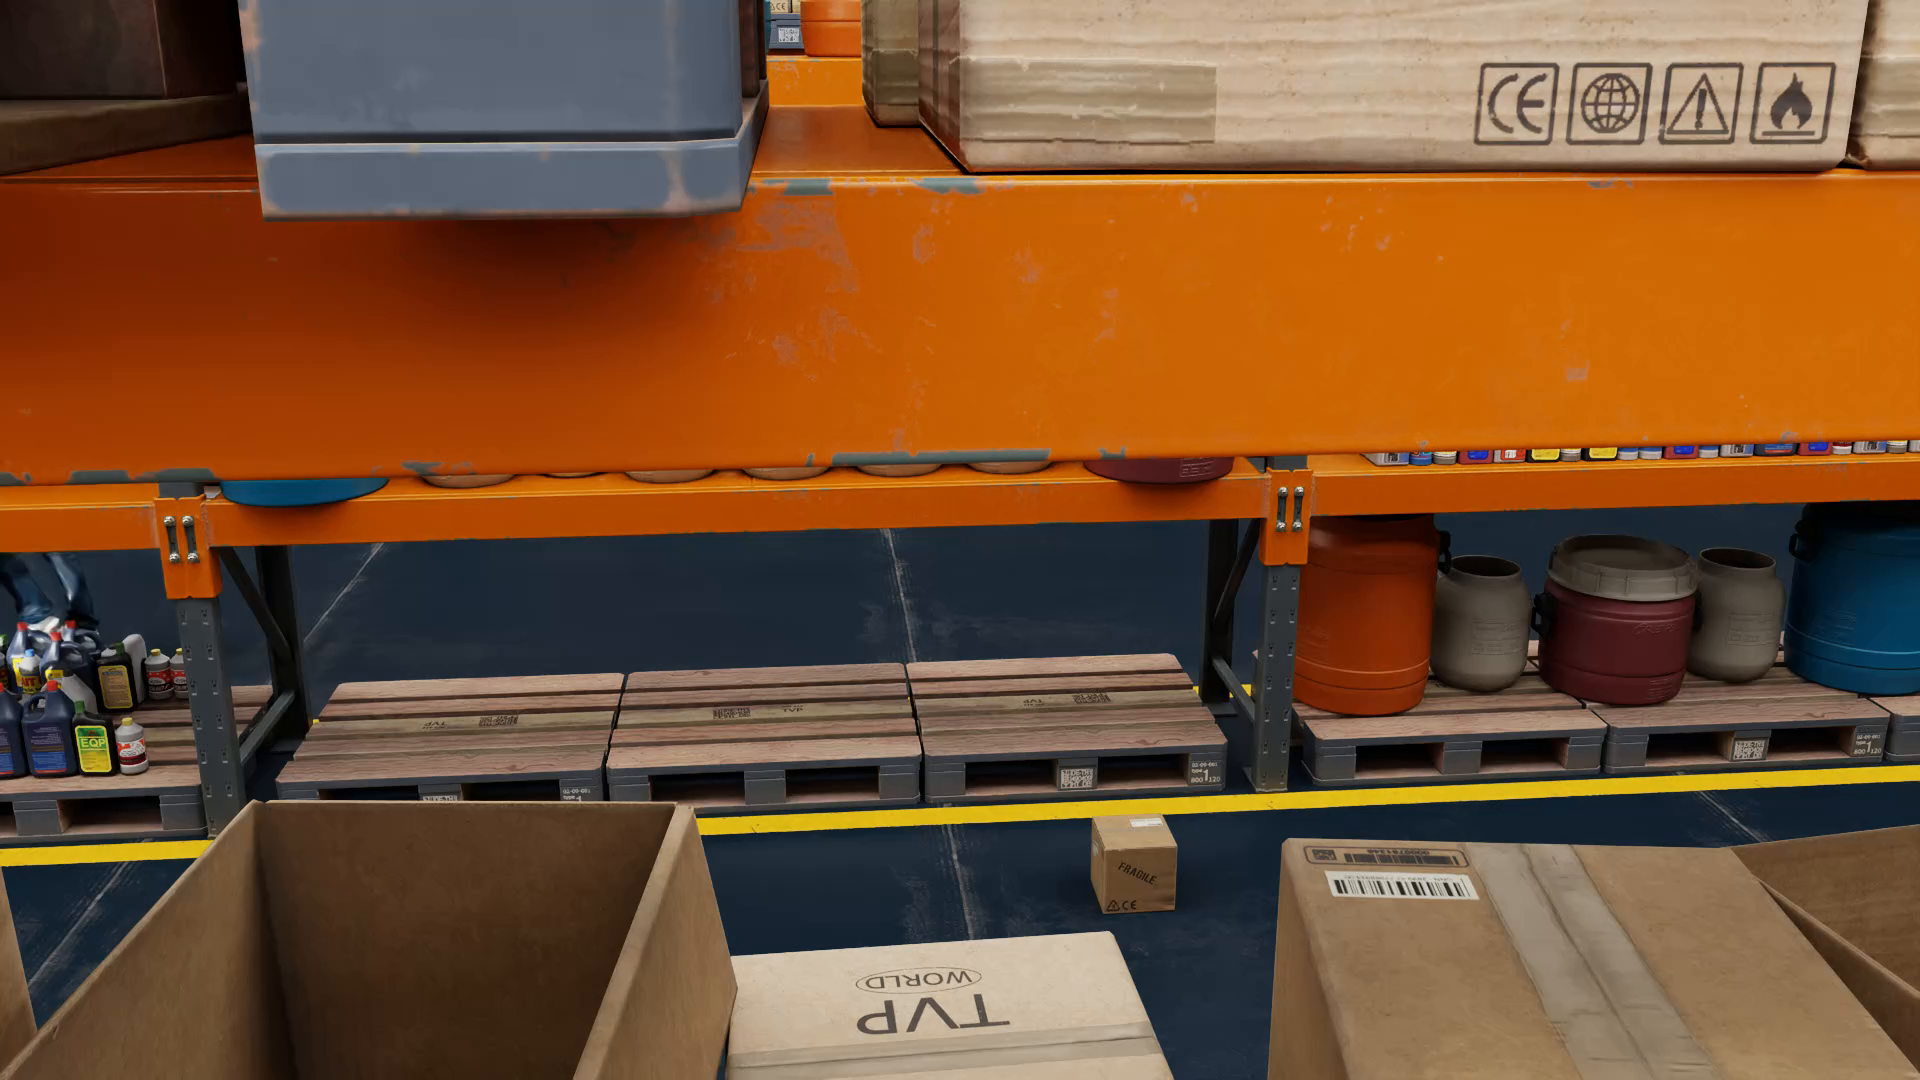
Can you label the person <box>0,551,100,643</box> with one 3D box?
[{"bbox_3d":[-4.434,-0.236,7.927,0.461,1.619,0.405,0,17,0],"label":"person"}]
